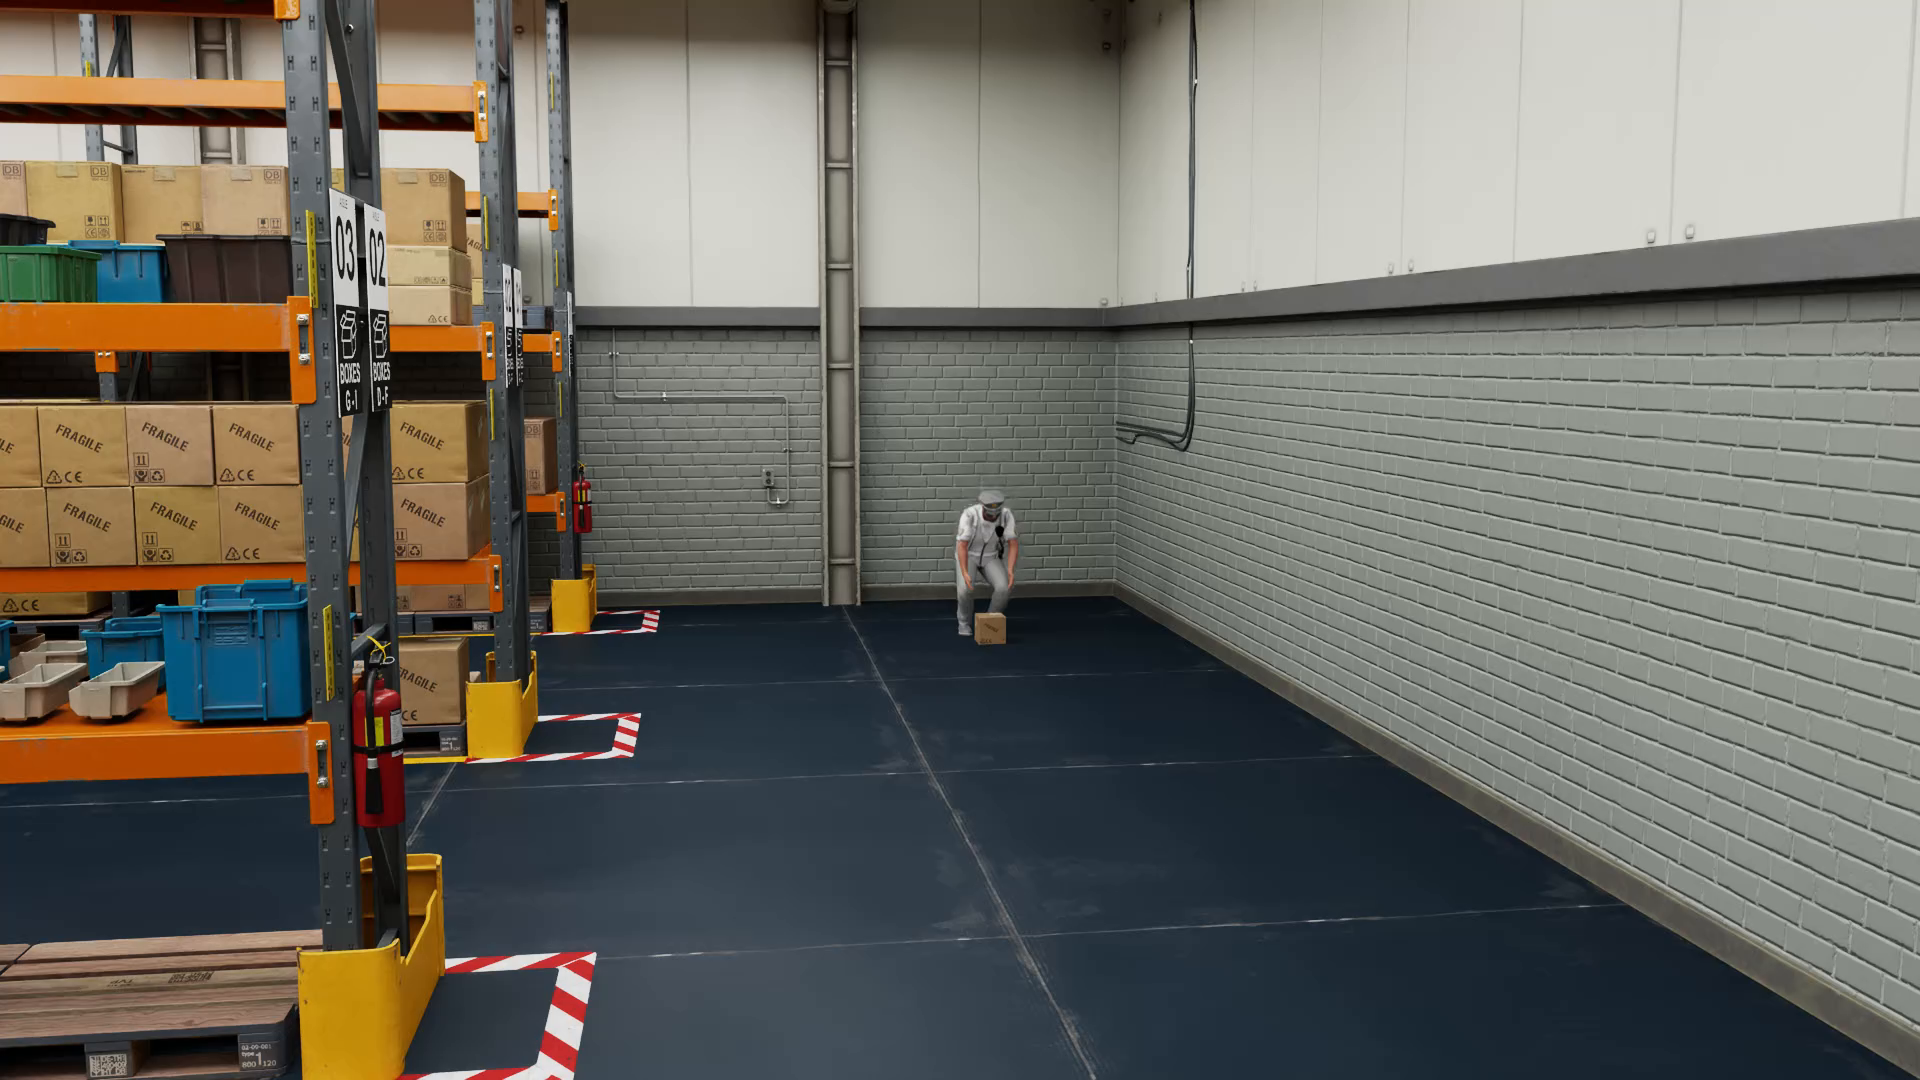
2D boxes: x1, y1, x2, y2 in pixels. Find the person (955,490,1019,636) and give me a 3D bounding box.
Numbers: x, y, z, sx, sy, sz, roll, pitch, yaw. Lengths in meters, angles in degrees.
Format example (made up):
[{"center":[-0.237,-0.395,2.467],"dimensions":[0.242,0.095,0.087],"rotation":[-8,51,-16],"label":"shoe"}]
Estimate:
[{"center":[0.244,0.206,15.547],"dimensions":[0.590,1.381,0.826],"rotation":[-1,7,-9],"label":"person"}]
